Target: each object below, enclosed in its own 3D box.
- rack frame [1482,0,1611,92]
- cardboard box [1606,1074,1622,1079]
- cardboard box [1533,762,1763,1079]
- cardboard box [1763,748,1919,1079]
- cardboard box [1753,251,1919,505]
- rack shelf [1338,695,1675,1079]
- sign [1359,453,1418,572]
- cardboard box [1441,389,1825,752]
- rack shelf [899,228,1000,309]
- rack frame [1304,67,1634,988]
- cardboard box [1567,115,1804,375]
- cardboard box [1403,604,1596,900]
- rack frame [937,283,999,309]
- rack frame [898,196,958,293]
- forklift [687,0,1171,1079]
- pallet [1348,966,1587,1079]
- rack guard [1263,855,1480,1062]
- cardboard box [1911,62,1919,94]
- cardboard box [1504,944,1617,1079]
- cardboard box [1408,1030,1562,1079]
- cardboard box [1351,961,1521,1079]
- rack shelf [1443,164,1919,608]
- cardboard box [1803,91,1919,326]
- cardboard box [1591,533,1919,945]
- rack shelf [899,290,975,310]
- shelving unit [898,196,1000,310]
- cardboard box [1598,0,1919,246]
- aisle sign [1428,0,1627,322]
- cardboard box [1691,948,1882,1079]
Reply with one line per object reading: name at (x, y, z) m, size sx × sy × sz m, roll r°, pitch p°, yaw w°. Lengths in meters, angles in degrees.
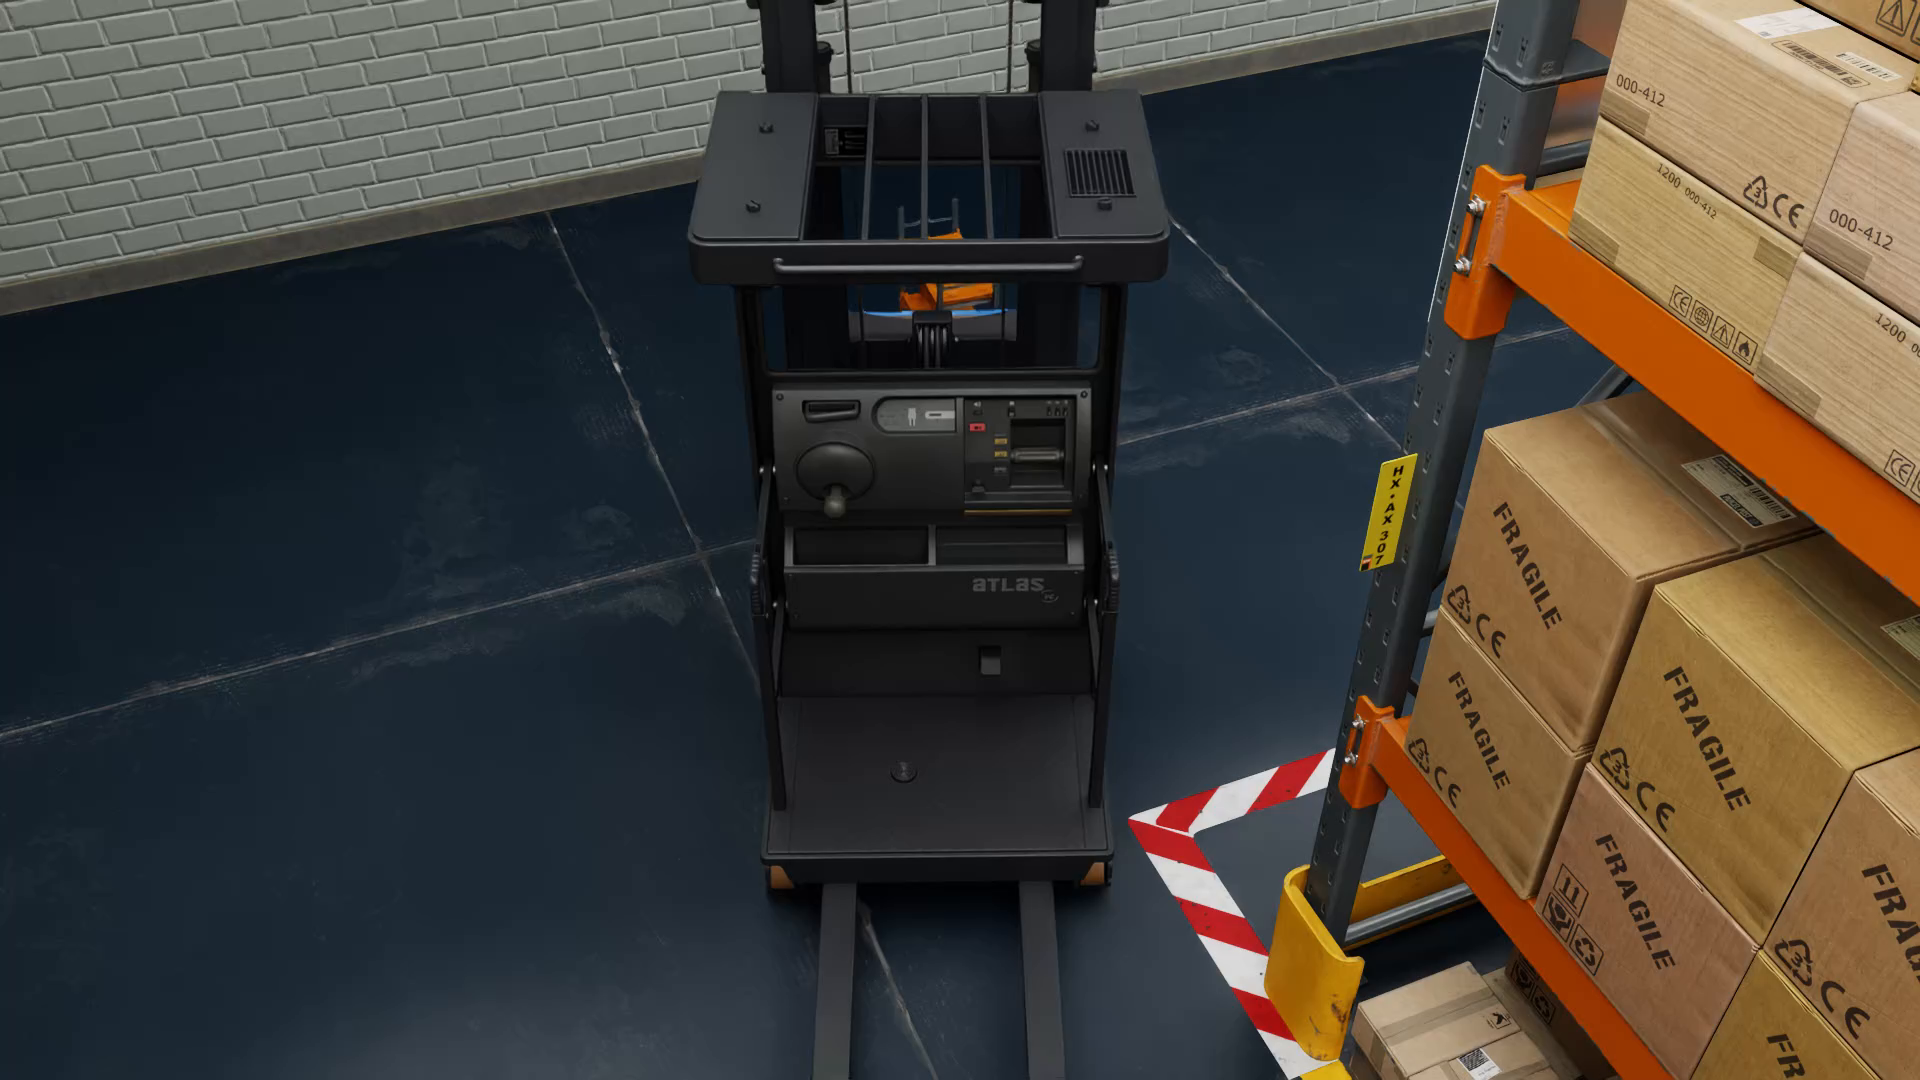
rack frame at (1.496, -2.142, 2.340) m, size 1.000 × 3.000 × 0.127 m, roll -15°, pitch 43°, yaw -17°
cardboard box at (1.633, 1.707, 4.235) m, size 0.500 × 0.250 × 0.500 m, roll -15°, pitch 43°, yaw -17°
cardboard box at (1.625, 0.737, 3.516) m, size 0.500 × 0.500 × 0.500 m, roll -16°, pitch 43°, yaw -17°
cardboard box at (1.816, 0.664, 2.834) m, size 0.500 × 0.500 × 0.500 m, roll -15°, pitch 43°, yaw -16°
cardboard box at (1.637, -0.271, 2.579) m, size 0.500 × 0.250 × 0.500 m, roll -15°, pitch 43°, yaw -17°
rack shelf at (2.261, 1.610, 3.129) m, size 1.077 × 0.370 × 4.000 m, roll -15°, pitch 43°, yaw -17°
sign at (0.995, -0.061, 3.856) m, size 0.100 × 0.325 × 0.005 m, roll -15°, pitch 43°, yaw -17°
cardboard box at (1.422, 0.048, 3.550) m, size 0.500 × 0.500 × 0.500 m, roll -14°, pitch 43°, yaw -16°
rack shelf at (-0.046, -1.000, 6.390) m, size 0.258 × 0.148 × 0.480 m, roll -12°, pitch 42°, yaw -14°
rack frame at (1.496, 0.132, 4.296) m, size 1.000 × 3.000 × 0.127 m, roll -15°, pitch 43°, yaw -17°
cardboard box at (1.458, -0.575, 2.933) m, size 0.500 × 0.250 × 0.500 m, roll -15°, pitch 43°, yaw -17°
cardboard box at (1.422, 0.427, 3.876) m, size 0.500 × 0.500 × 0.500 m, roll -14°, pitch 43°, yaw -16°
rack frame at (0.030, -0.551, 6.471) m, size 0.240 × 1.200 × 0.015 m, roll -12°, pitch 42°, yaw -14°
rack frame at (-0.123, -0.853, 6.822) m, size 0.240 × 1.200 × 0.015 m, roll -12°, pitch 42°, yaw -14°
forklift at (-0.075, -0.184, 4.716) m, size 1.130 × 2.935 × 3.031 m, roll -1°, pitch 41°, yaw -1°
pallet at (1.831, 1.715, 4.594) m, size 1.003 × 0.211 × 1.213 m, roll -15°, pitch 43°, yaw -17°
rack guard at (1.525, 1.126, 5.057) m, size 1.175 × 0.500 × 0.348 m, roll -15°, pitch 43°, yaw -17°
cardboard box at (1.821, -0.794, 2.229) m, size 0.700 × 0.500 × 0.500 m, roll -15°, pitch 43°, yaw -17°
cardboard box at (1.932, 1.179, 4.658) m, size 0.500 × 0.500 × 0.500 m, roll -15°, pitch 43°, yaw -17°
cardboard box at (1.434, 1.528, 4.508) m, size 0.380 × 0.166 × 0.250 m, roll -15°, pitch 43°, yaw -17°
cardboard box at (1.339, 1.384, 4.689) m, size 0.380 × 0.149 × 0.250 m, roll -15°, pitch 43°, yaw -17°
rack shelf at (2.261, 0.472, 2.151) m, size 1.077 × 0.370 × 4.000 m, roll -15°, pitch 43°, yaw -17°
cardboard box at (1.637, -0.460, 2.416) m, size 0.500 × 0.250 × 0.500 m, roll -15°, pitch 43°, yaw -17°
cardboard box at (1.629, 0.361, 3.186) m, size 0.500 × 0.500 × 0.500 m, roll -15°, pitch 43°, yaw -16°
rack shelf at (-0.046, -0.821, 6.544) m, size 0.258 × 0.148 × 0.480 m, roll -12°, pitch 42°, yaw -14°
shelving unit at (-0.046, -0.702, 6.646) m, size 0.258 × 1.200 × 0.503 m, roll -12°, pitch 42°, yaw -14°
cardboard box at (1.452, -0.763, 2.768) m, size 0.500 × 0.250 × 0.500 m, roll -15°, pitch 43°, yaw -17°
aisle sign at (1.199, -0.821, 3.411) m, size 0.394 × 0.787 × 0.004 m, roll -15°, pitch 43°, yaw -17°
cardboard box at (1.814, 1.040, 3.163) m, size 0.500 × 0.500 × 0.500 m, roll -15°, pitch 43°, yaw -17°
